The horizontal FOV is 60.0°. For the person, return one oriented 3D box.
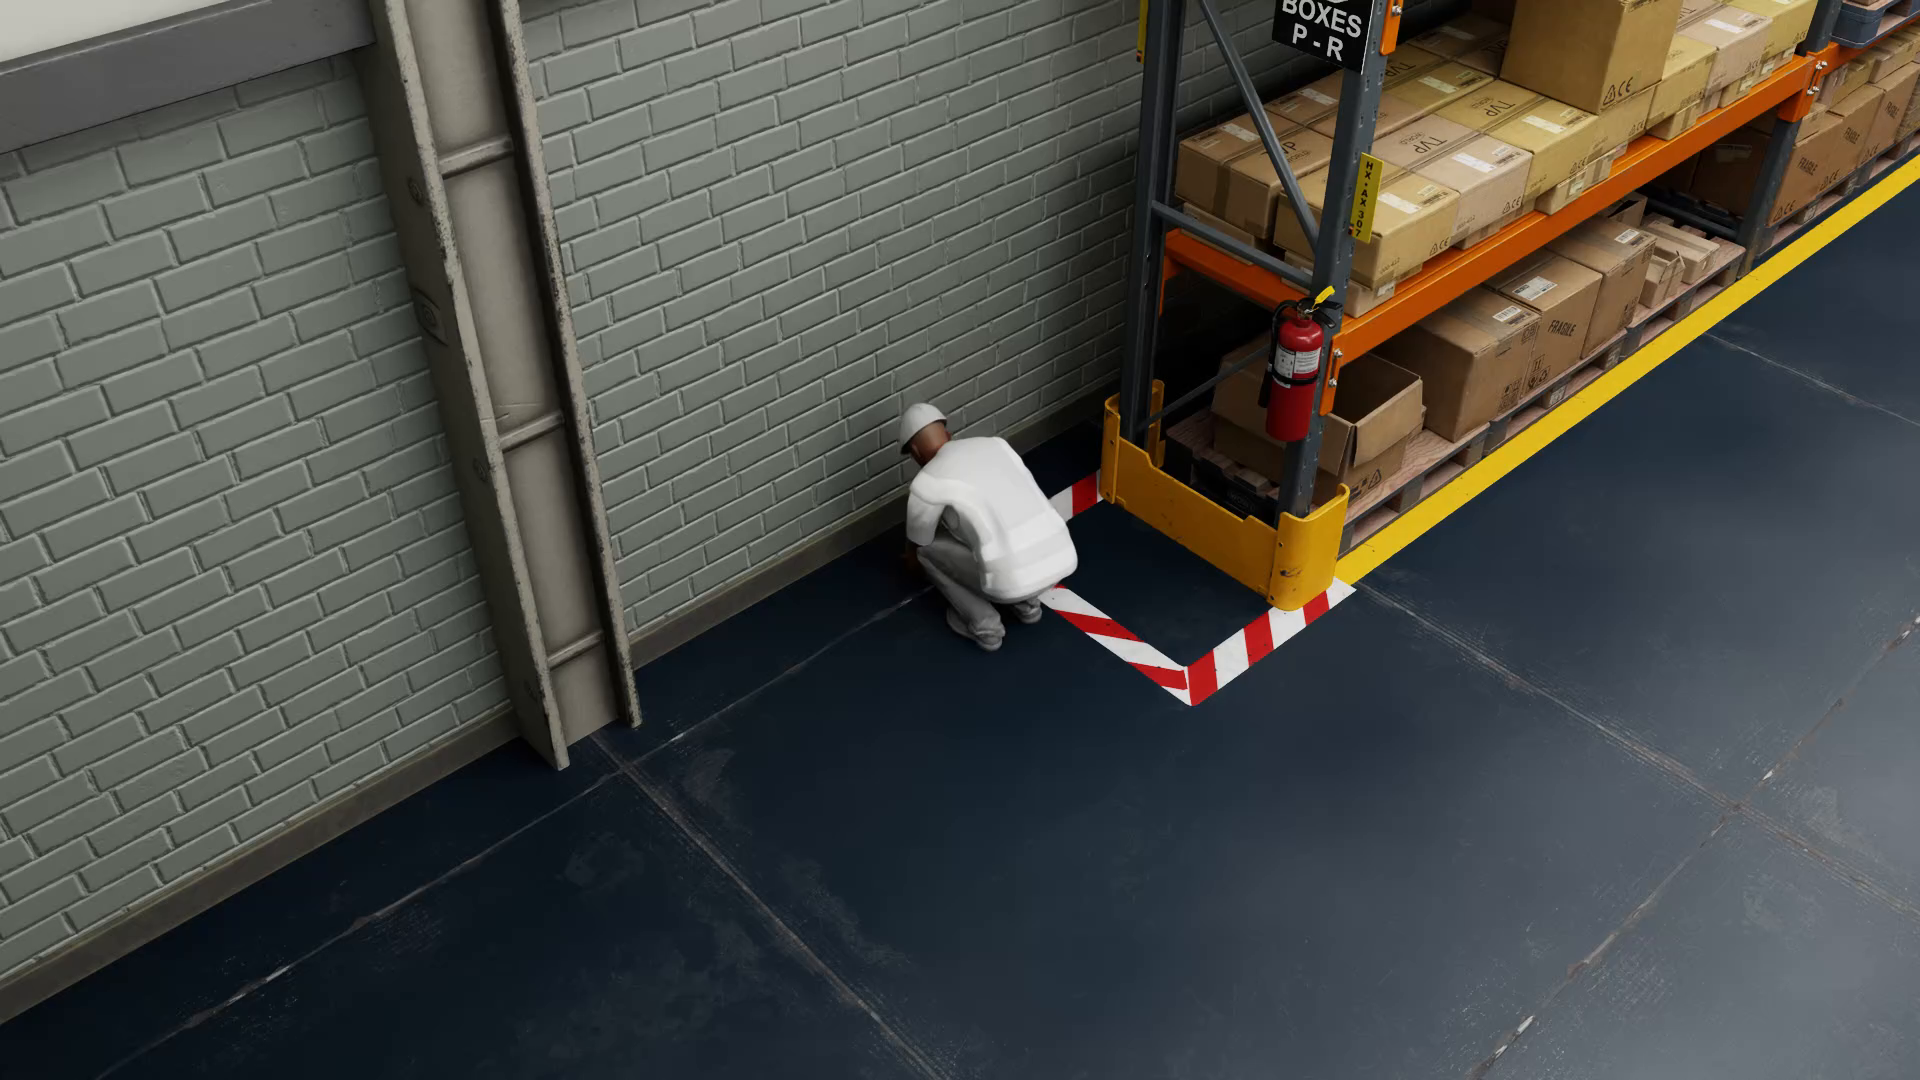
[{"bbox_3d":[0.074,-0.028,6.933,0.525,0.869,0.845,-24,45,-26],"label":"person"}]
